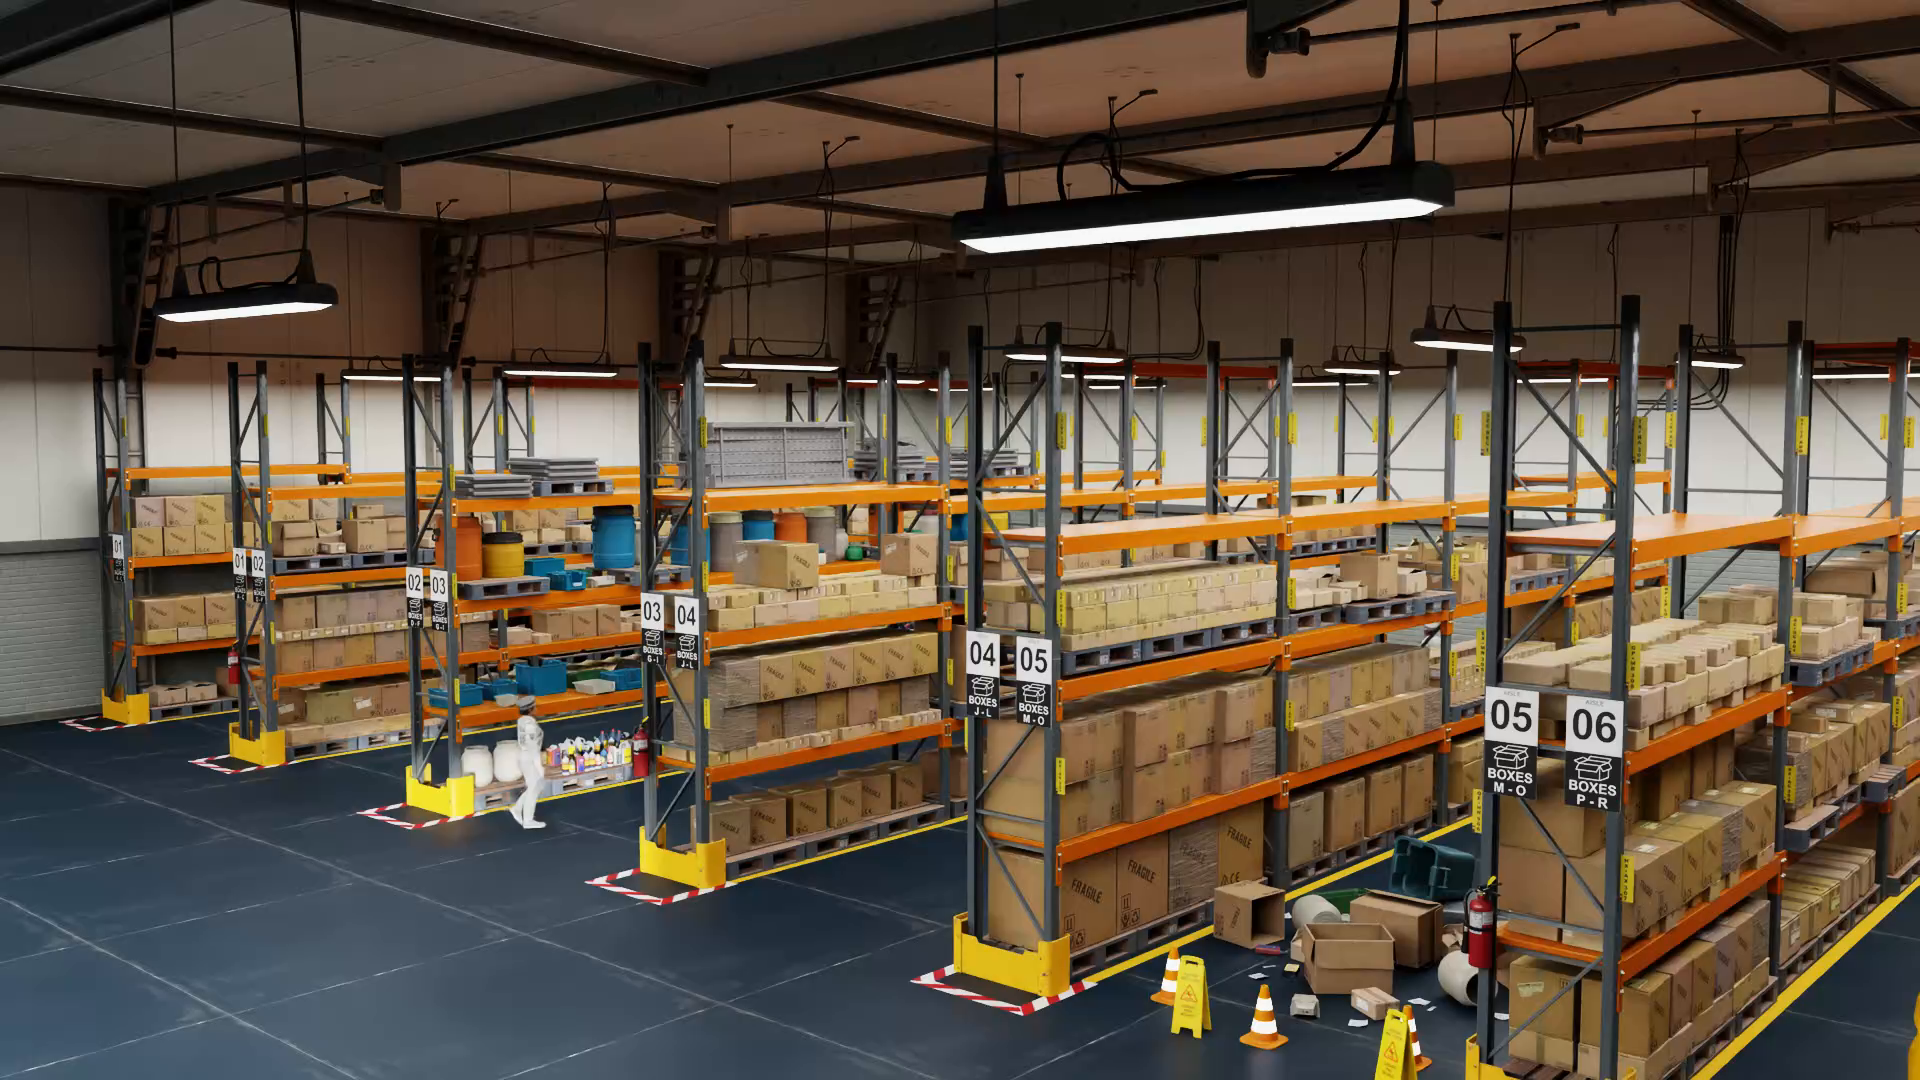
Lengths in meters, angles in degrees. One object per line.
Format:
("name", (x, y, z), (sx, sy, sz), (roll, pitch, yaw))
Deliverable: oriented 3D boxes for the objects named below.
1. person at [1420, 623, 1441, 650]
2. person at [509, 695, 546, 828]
("person", (8.085, 2.263, 28.530), (0.509, 1.713, 0.370), (-2, 5, -21))
("person", (-5.409, 2.778, 20.813), (0.452, 1.682, 0.489), (-2, 4, -20))
